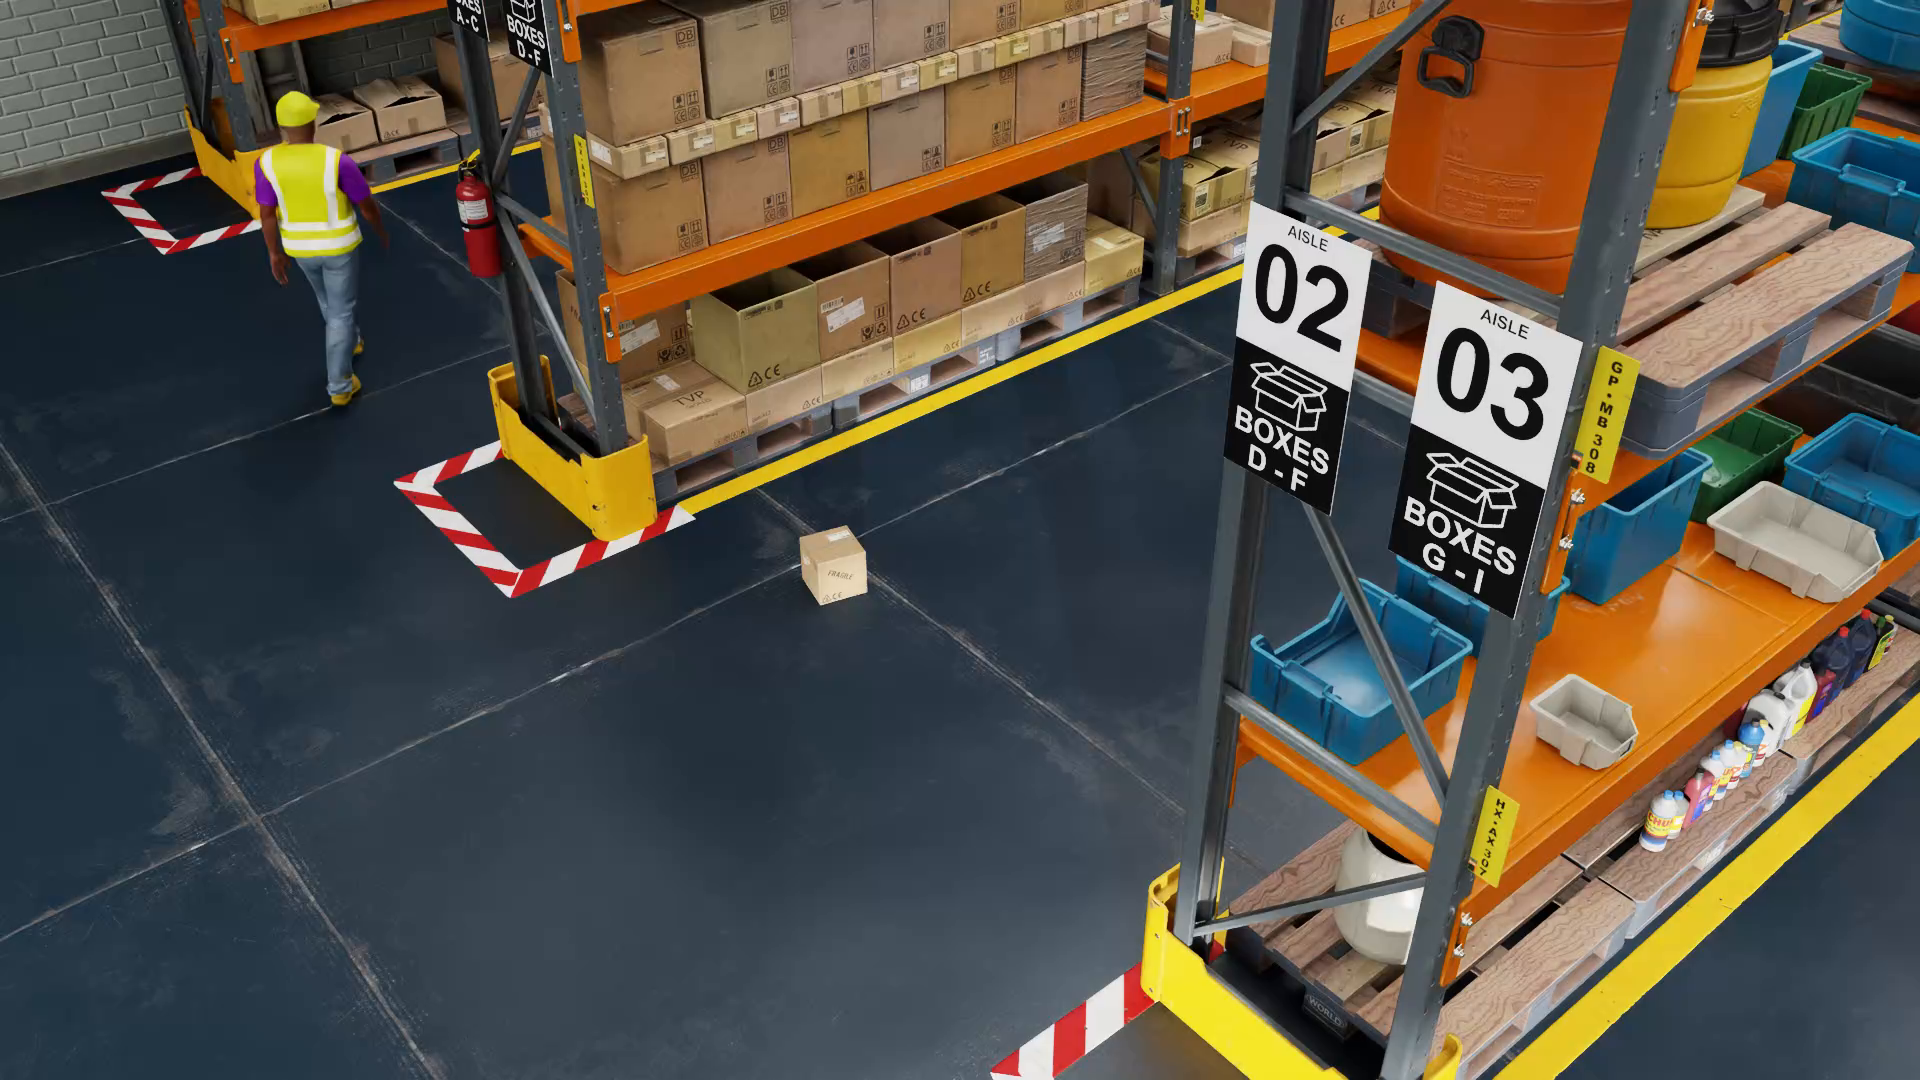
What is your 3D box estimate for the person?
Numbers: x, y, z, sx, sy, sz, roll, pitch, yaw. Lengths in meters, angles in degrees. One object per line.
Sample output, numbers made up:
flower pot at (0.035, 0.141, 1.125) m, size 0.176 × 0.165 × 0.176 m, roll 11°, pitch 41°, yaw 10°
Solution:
person at (-3.553, -1.697, 9.410) m, size 0.595 × 1.753 × 0.893 m, roll 0°, pitch 36°, yaw 0°
